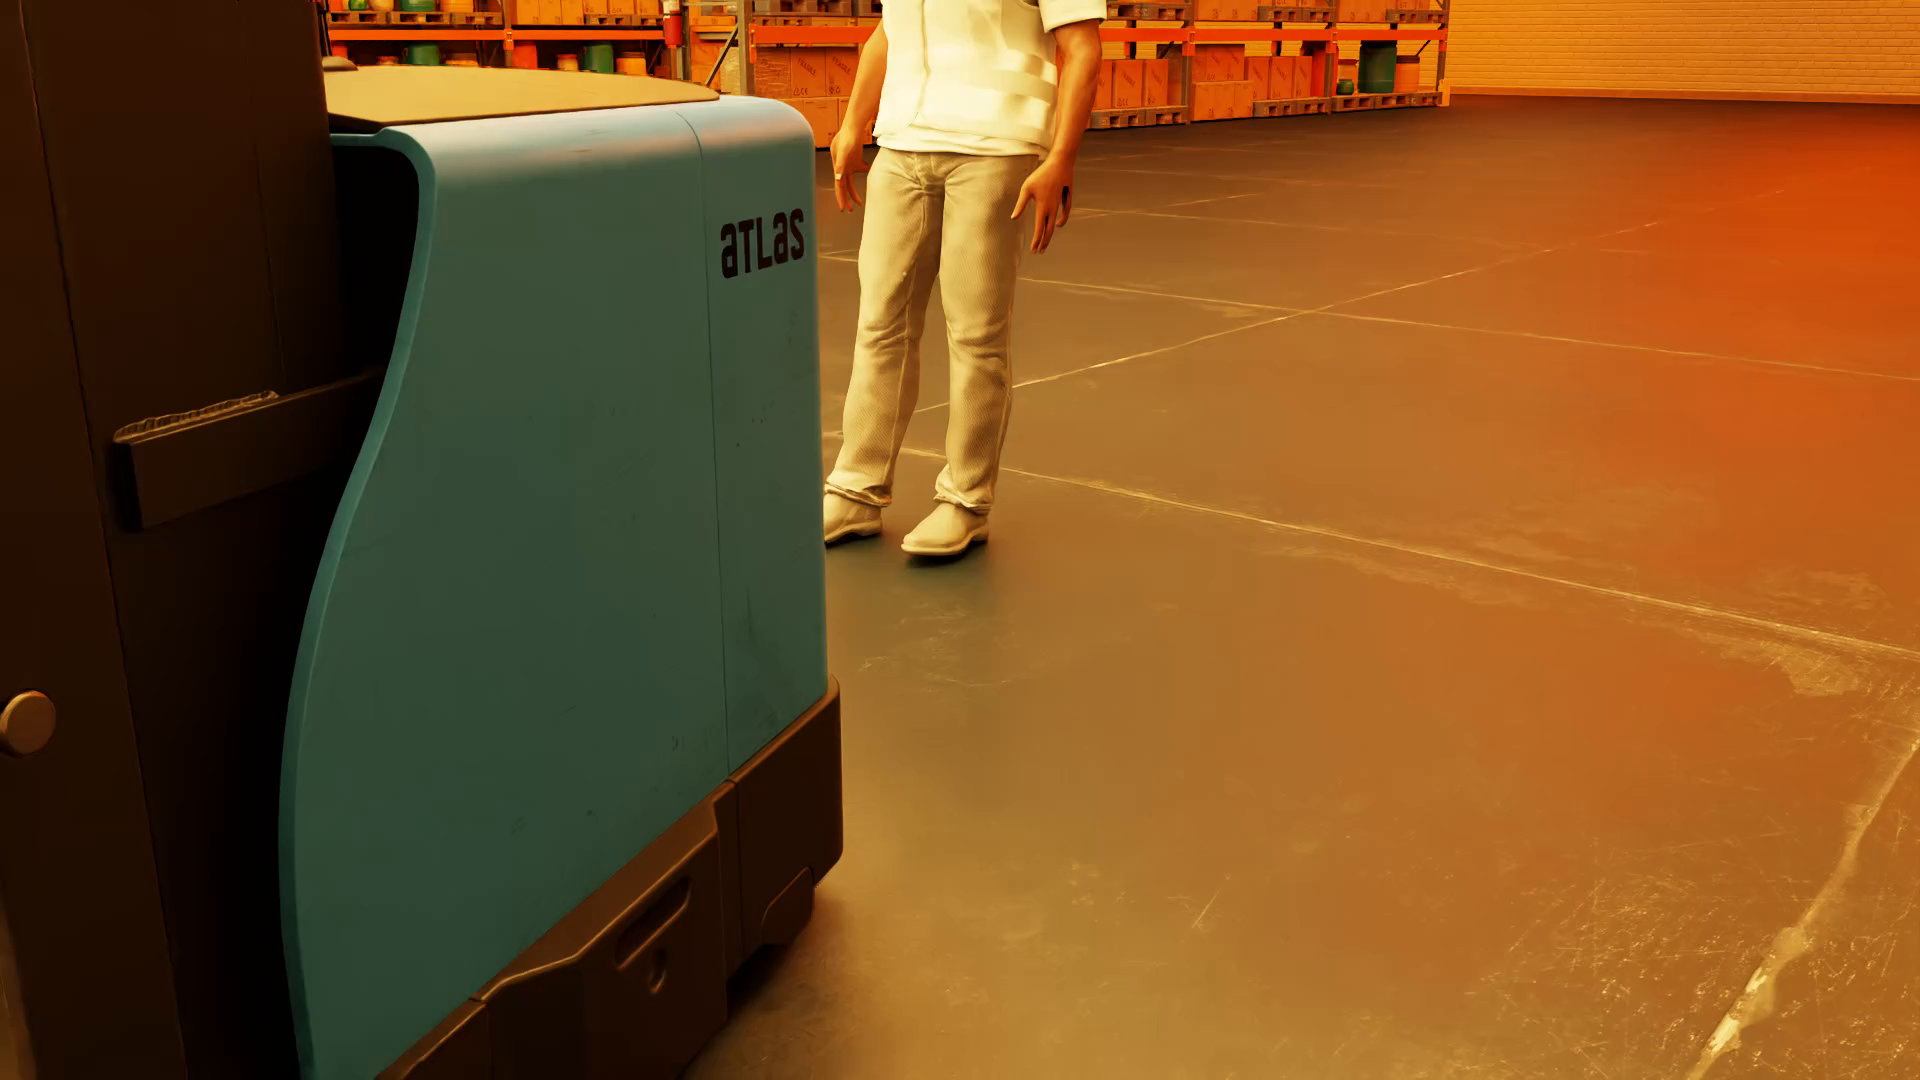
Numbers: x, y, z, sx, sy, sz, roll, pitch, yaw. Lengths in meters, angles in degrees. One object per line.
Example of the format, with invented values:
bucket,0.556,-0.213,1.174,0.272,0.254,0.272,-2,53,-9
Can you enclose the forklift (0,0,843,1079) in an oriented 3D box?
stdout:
forklift,-1.147,-0.565,0.757,1.130,2.935,3.031,6,18,19

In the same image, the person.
person,-0.049,-0.838,3.636,0.666,1.765,0.577,13,21,37
